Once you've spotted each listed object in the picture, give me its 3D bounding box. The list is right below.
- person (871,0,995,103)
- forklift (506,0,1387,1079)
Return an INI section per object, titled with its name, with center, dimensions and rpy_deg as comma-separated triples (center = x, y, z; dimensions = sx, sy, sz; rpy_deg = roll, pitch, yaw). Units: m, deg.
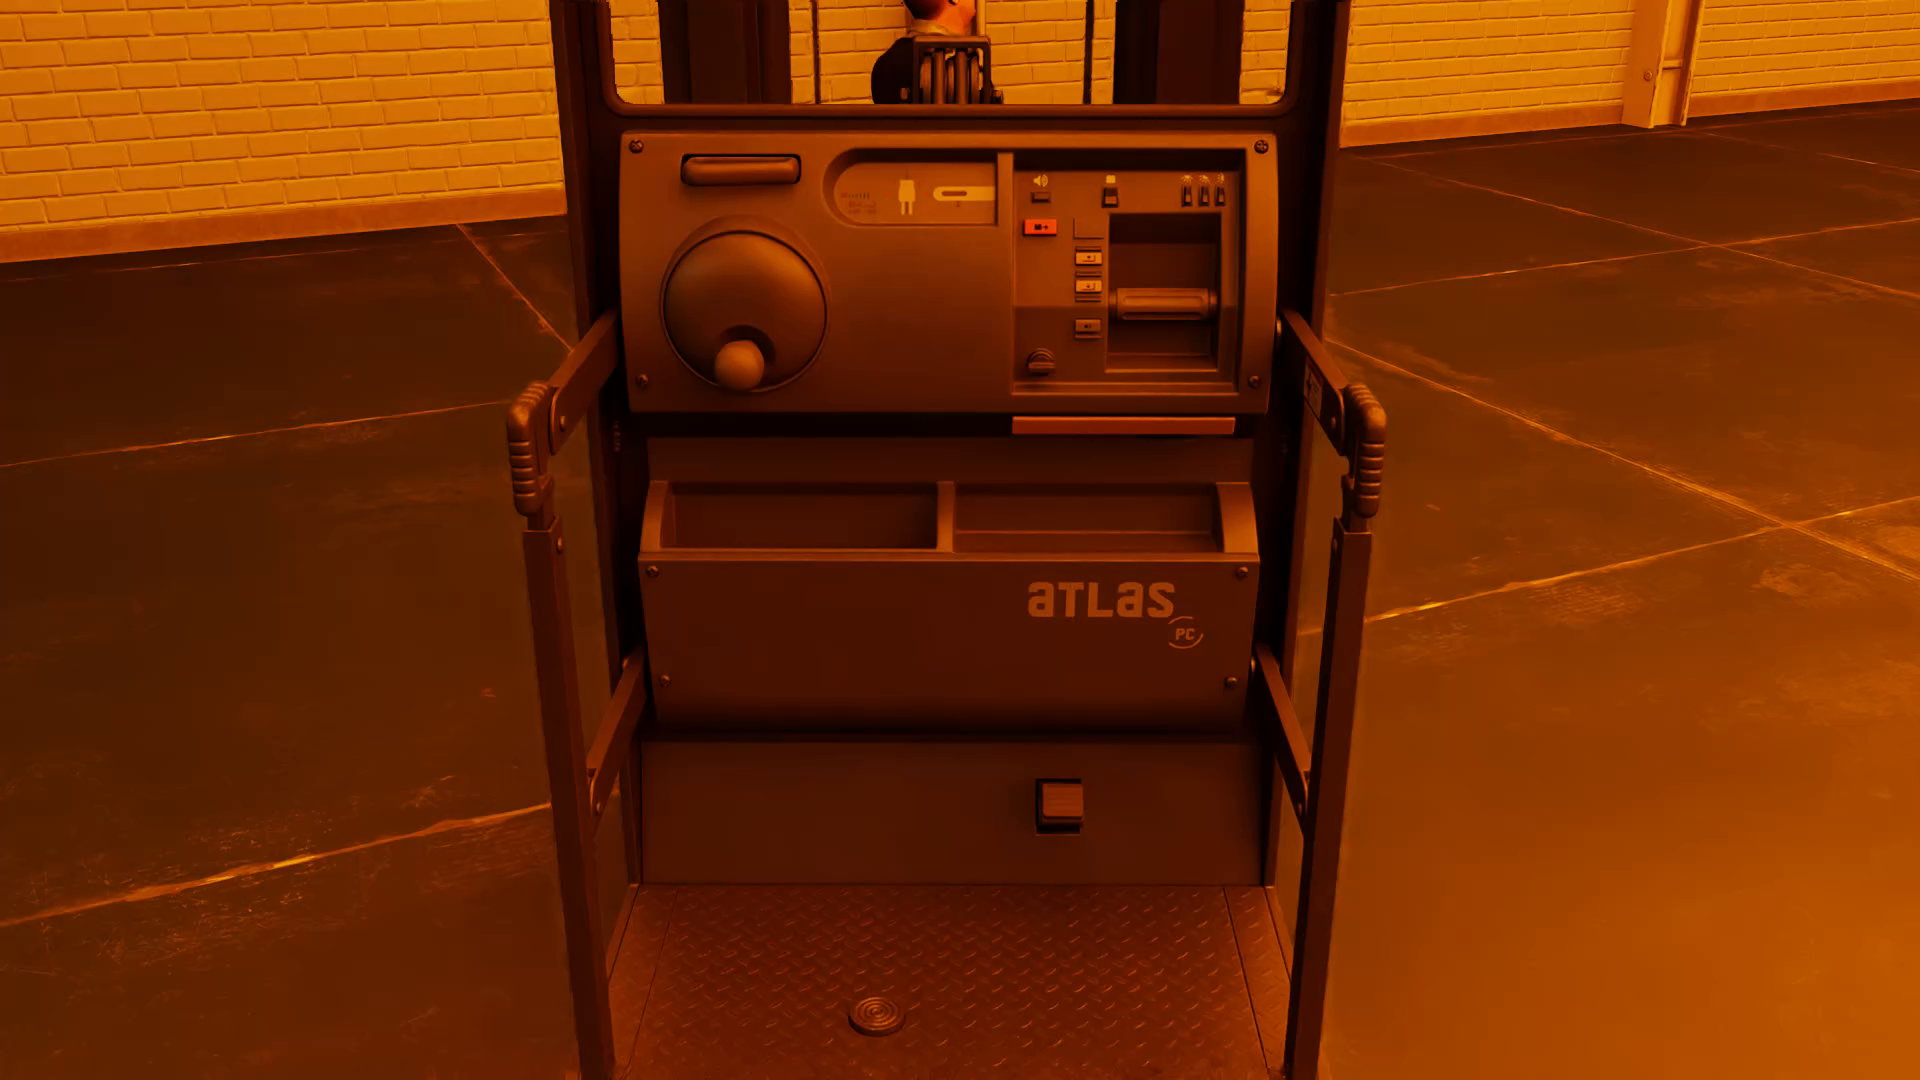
[person]
center = 0.060, -0.809, 4.792
dimensions = 0.566, 1.722, 0.633
rpy_deg = -10, 25, -23
[forklift]
center = -0.015, -0.366, 2.168
dimensions = 1.130, 2.935, 3.031
rpy_deg = 0, 23, 0
